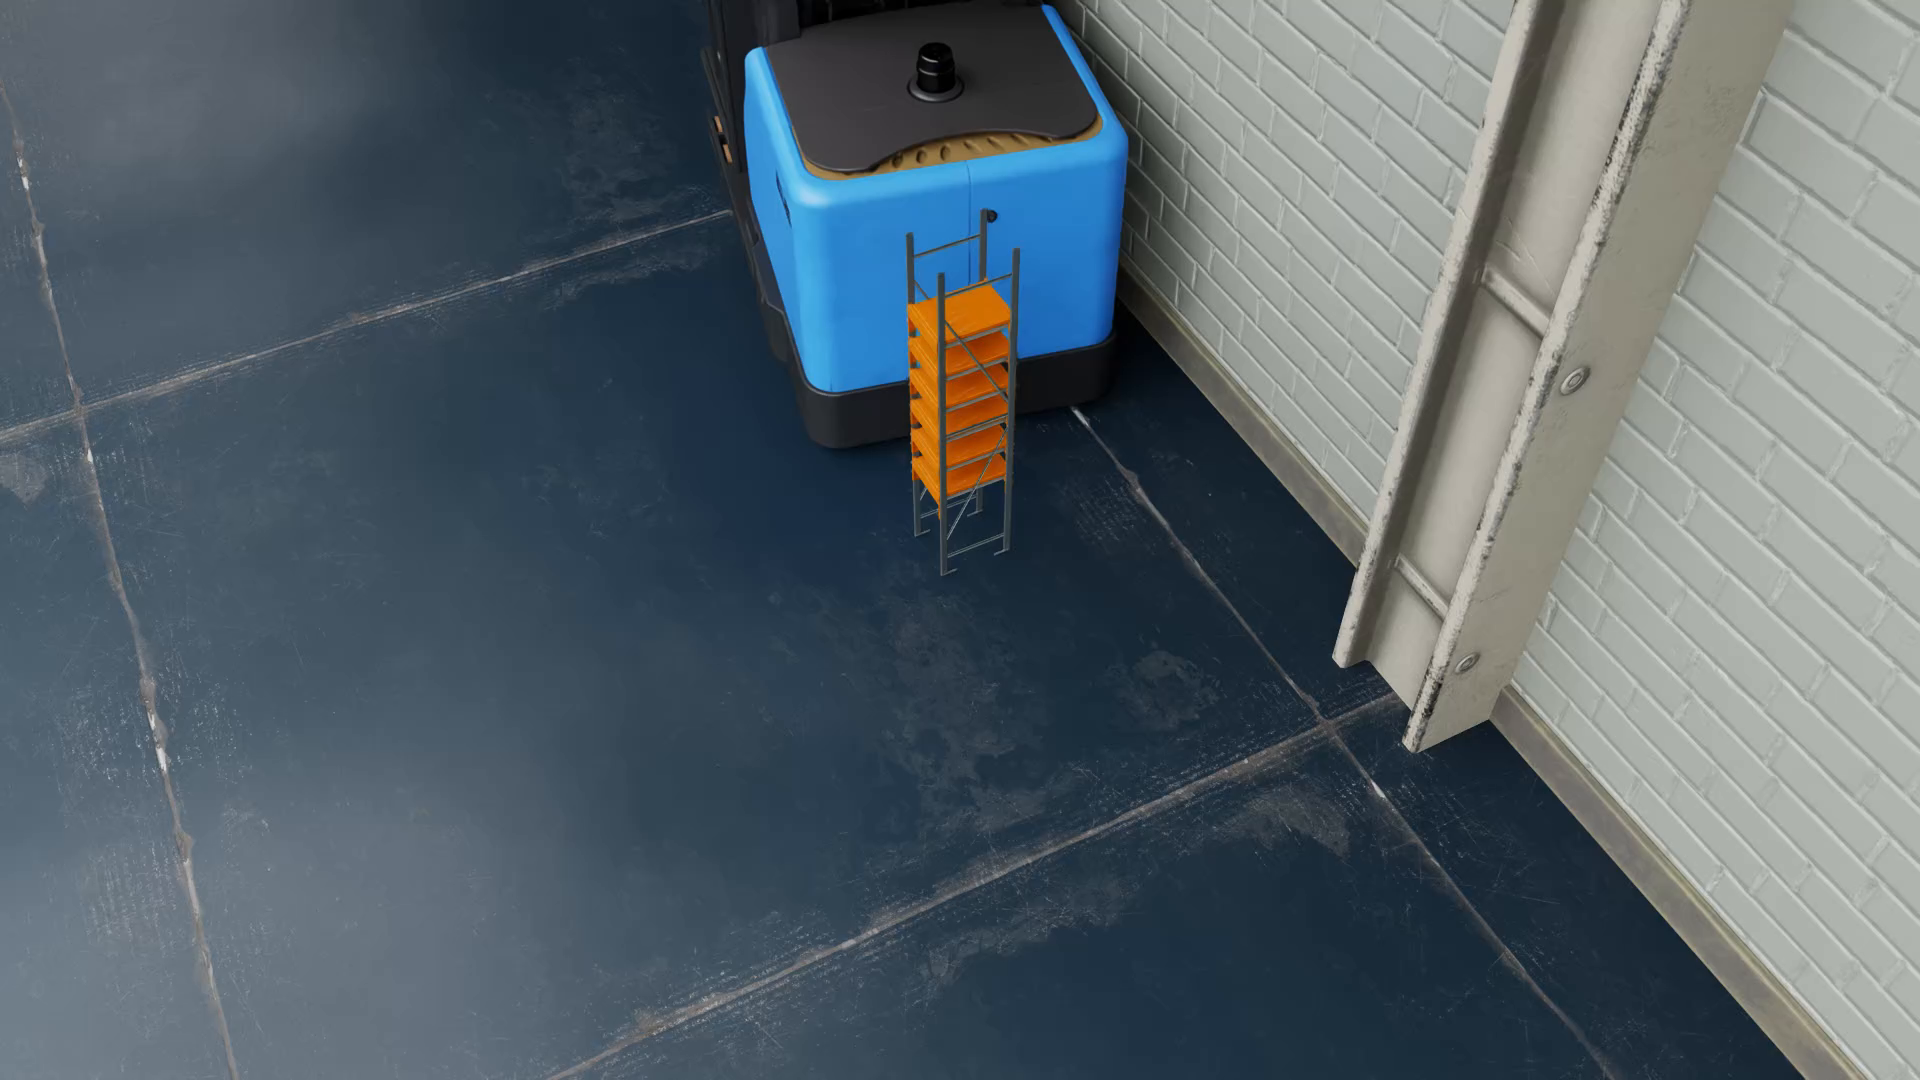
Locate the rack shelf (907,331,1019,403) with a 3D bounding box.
[{"bbox_3d":[0.007,-0.514,4.643,0.258,0.103,0.180,-21,52,-18],"label":"rack shelf"}]

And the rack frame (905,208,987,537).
[{"bbox_3d":[-0.035,-0.447,4.843,0.240,1.200,0.006,-21,52,-18],"label":"rack frame"}]

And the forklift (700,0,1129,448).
[{"bbox_3d":[-0.364,-2.400,5.402,1.130,2.935,3.031,-12,50,-10],"label":"forklift"}]

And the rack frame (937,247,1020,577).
[{"bbox_3d":[0.048,-0.324,4.736,0.240,1.200,0.006,-21,52,-18],"label":"rack frame"}]

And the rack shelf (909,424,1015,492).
[{"bbox_3d":[0.007,-0.277,4.914,0.258,0.103,0.180,-21,52,-18],"label":"rack shelf"}]

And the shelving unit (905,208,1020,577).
[{"bbox_3d":[0.007,-0.385,4.790,0.258,1.200,0.189,-21,52,-18],"label":"shelving unit"}]

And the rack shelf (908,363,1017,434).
[{"bbox_3d":[0.007,-0.435,4.733,0.258,0.103,0.180,-21,52,-18],"label":"rack shelf"}]

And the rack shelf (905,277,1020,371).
[{"bbox_3d":[0.007,-0.593,4.552,0.258,0.103,0.180,-21,52,-18],"label":"rack shelf"}]

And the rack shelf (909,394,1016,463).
[{"bbox_3d":[0.007,-0.356,4.823,0.258,0.103,0.180,-21,52,-18],"label":"rack shelf"}]

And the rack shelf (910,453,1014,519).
[{"bbox_3d":[0.007,-0.198,5.004,0.258,0.103,0.180,-21,52,-18],"label":"rack shelf"}]

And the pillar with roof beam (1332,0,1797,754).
[{"bbox_3d":[-2.497,-1.057,0.196,9.100,9.000,0.400,-21,52,-18],"label":"pillar with roof beam"}]
